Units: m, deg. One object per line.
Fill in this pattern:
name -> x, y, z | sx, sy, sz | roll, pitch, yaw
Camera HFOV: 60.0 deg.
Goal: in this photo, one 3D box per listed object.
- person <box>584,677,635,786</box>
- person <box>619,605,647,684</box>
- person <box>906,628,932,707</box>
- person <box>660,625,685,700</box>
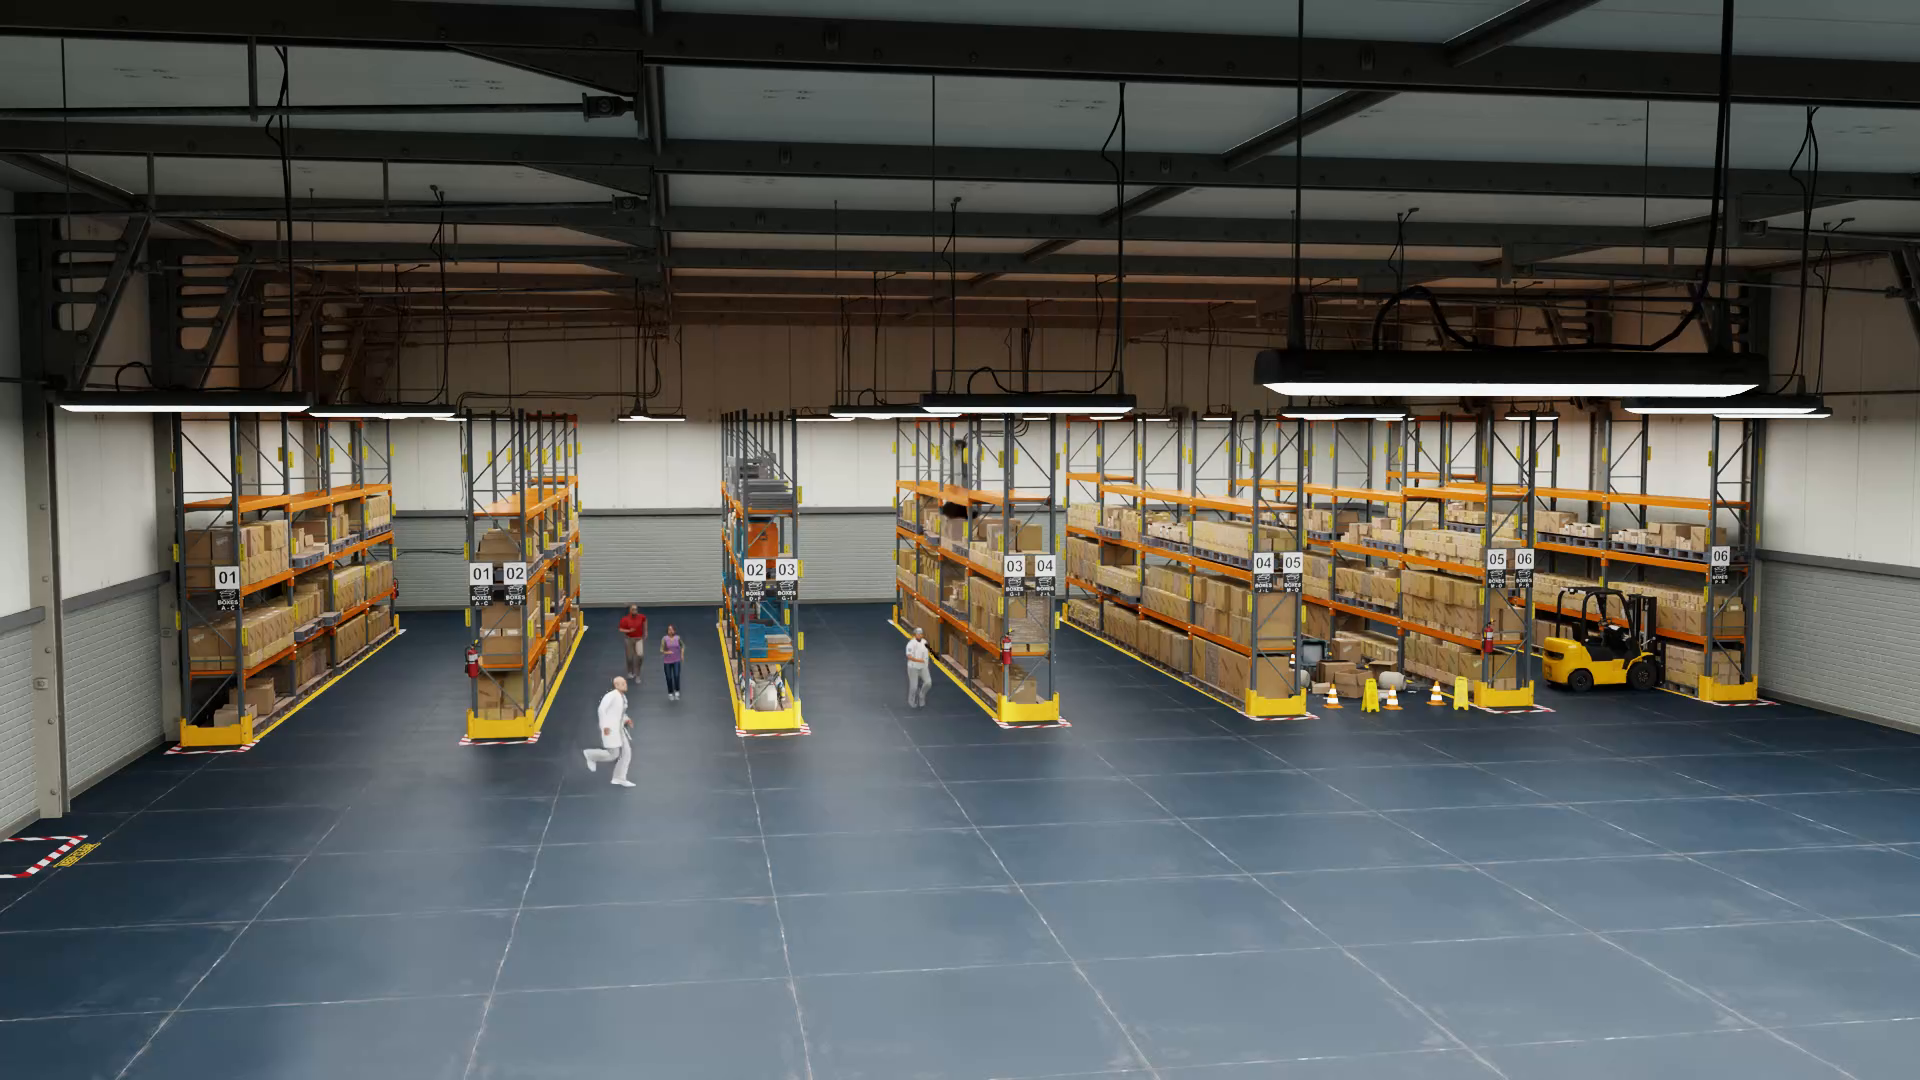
person -> -5.563, 3.039, 26.413 | 0.839, 1.755, 0.732 | 1, 4, 15
person -> -7.246, 2.308, 36.898 | 0.686, 1.777, 0.876 | -2, 4, -25
person -> -0.817, 2.567, 33.398 | 0.577, 1.626, 0.719 | -2, 4, -28
person -> -5.925, 2.528, 34.281 | 0.511, 1.570, 0.636 | -1, 4, -10
